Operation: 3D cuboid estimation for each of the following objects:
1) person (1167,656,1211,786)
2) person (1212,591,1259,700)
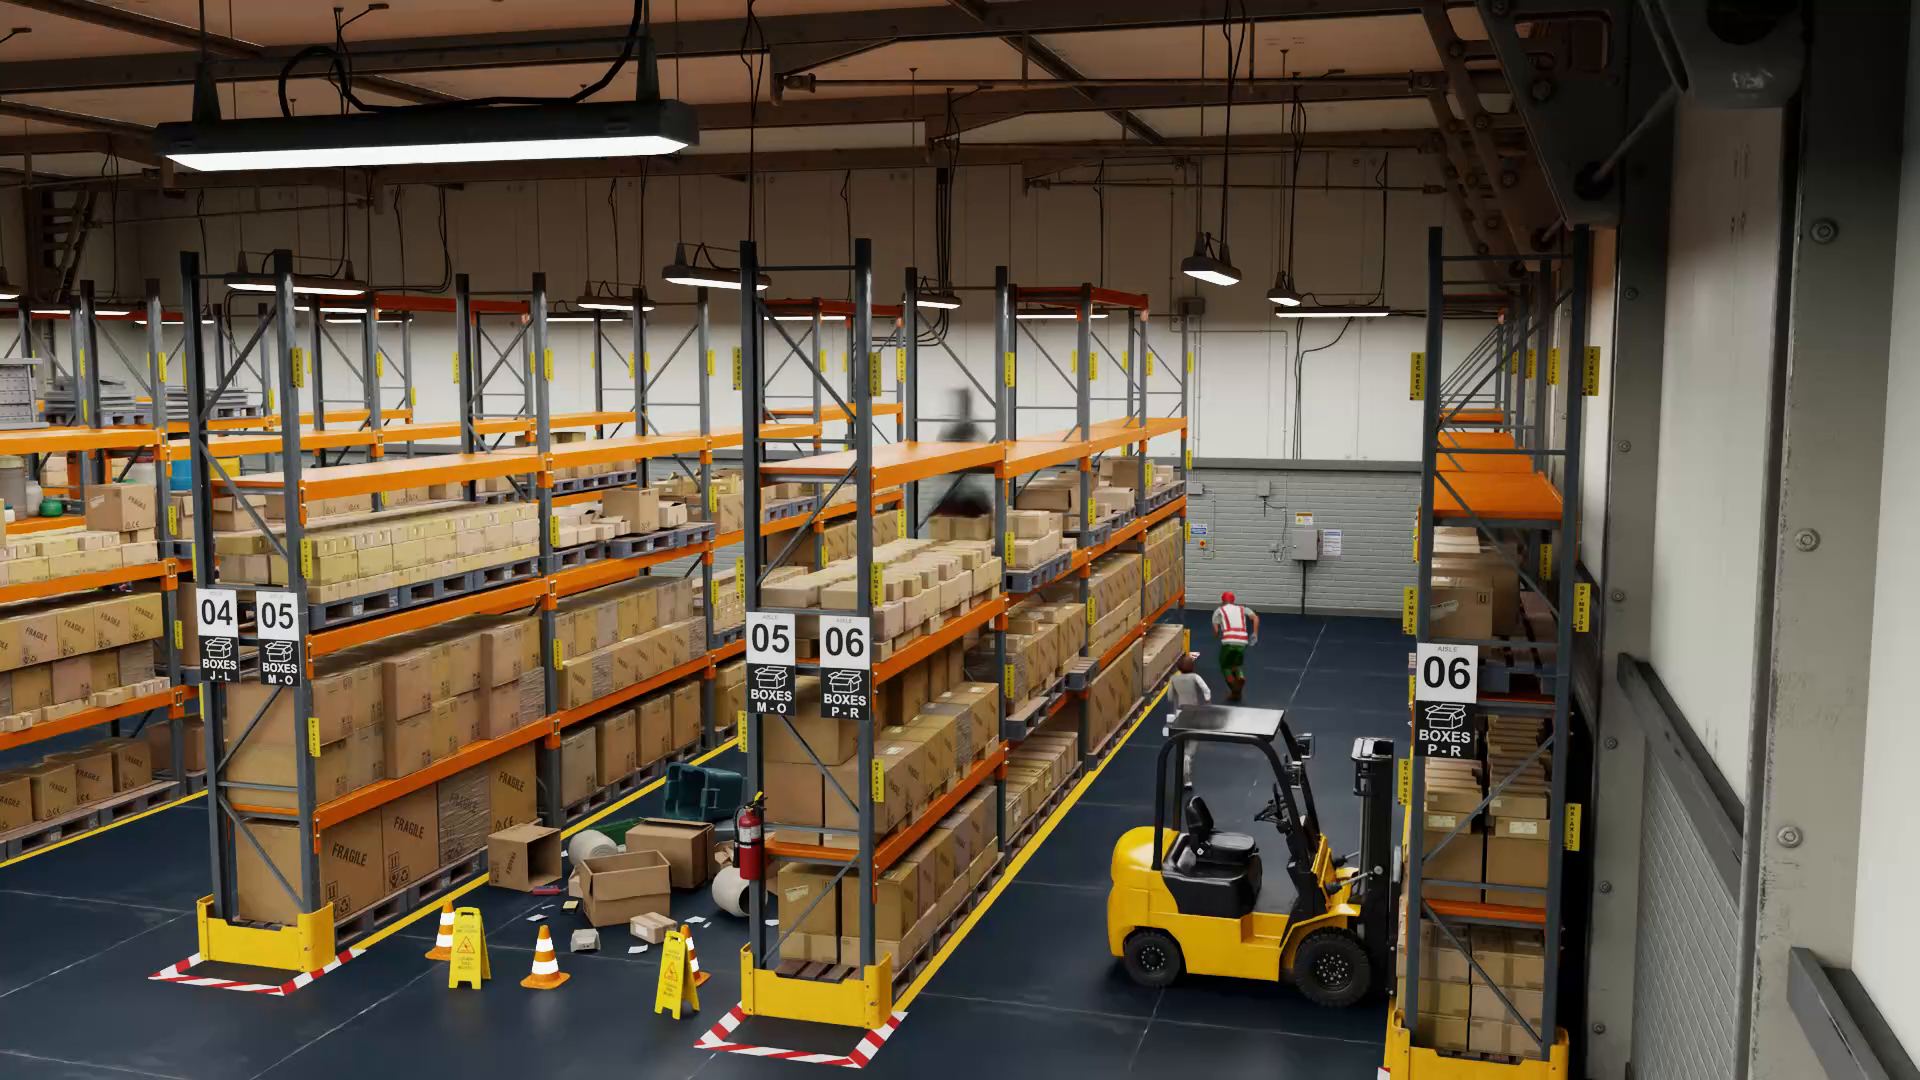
[{"bbox_3d":[2.762,2.161,19.989,0.571,1.547,0.655,2,7,19],"label":"person"},{"bbox_3d":[4.150,1.589,25.047,0.684,1.582,0.898,-1,6,-8],"label":"person"}]
